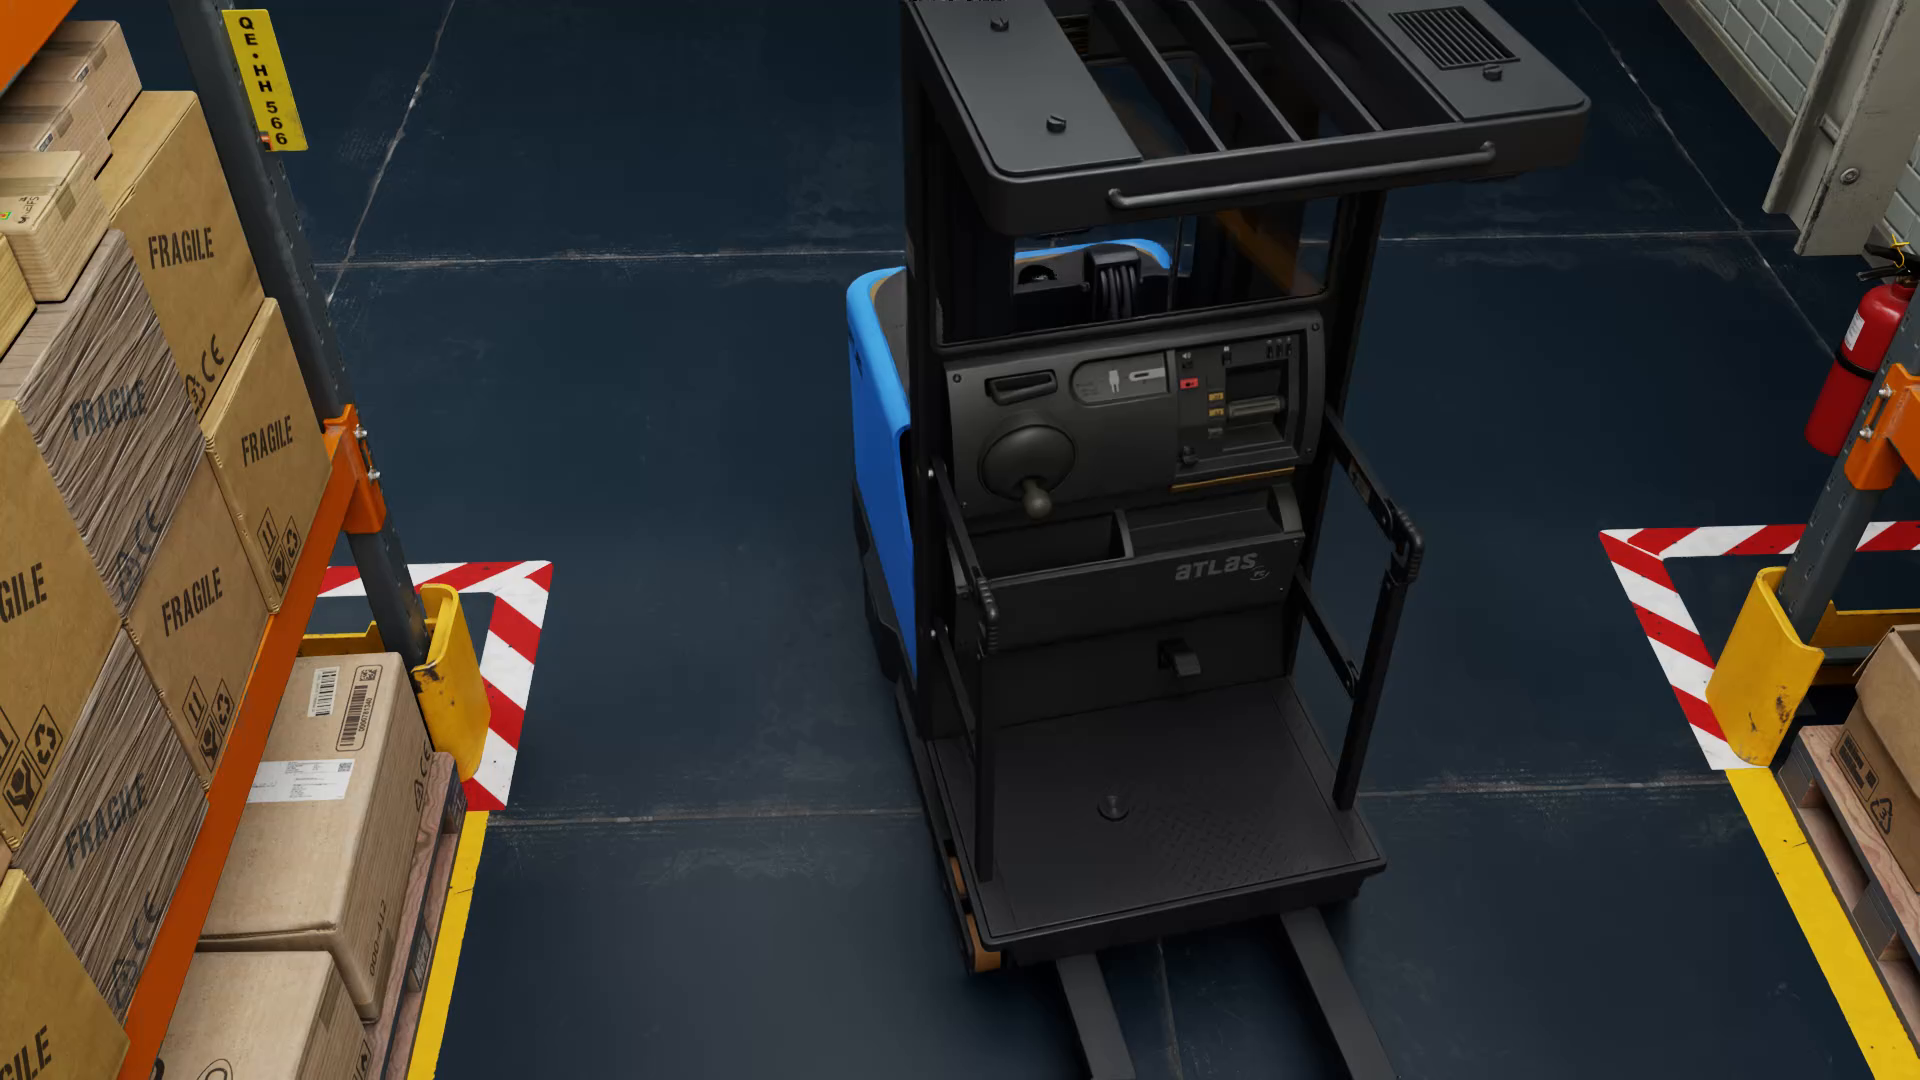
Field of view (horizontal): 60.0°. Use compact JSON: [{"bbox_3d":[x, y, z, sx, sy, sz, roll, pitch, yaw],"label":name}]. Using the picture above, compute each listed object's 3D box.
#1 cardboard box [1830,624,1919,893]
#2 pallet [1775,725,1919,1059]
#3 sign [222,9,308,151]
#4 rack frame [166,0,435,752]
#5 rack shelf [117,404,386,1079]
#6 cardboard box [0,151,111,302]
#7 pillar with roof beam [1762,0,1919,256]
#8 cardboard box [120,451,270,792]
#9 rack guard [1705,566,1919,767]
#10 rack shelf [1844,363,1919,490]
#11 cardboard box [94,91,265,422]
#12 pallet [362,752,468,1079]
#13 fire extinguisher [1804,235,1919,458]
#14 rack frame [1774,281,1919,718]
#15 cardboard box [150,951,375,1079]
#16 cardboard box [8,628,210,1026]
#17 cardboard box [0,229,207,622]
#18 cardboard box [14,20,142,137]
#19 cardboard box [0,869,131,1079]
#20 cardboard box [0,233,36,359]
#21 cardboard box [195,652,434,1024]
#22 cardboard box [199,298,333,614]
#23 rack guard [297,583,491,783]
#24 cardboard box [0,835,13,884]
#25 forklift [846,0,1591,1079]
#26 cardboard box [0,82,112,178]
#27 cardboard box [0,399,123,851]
[{"bbox_3d":[2.855,0.574,4.440,0.797,0.503,0.637,-3,43,-3],"label":"cardboard box"},{"bbox_3d":[2.962,1.011,4.491,1.003,0.211,1.213,-2,43,-2],"label":"pallet"},{"bbox_3d":[-1.492,-0.982,3.569,0.100,0.325,0.005,-2,43,-2],"label":"sign"},{"bbox_3d":[-2.035,-0.462,4.034,1.000,3.000,0.127,-2,43,-2],"label":"rack frame"},{"bbox_3d":[-1.950,1.154,2.804,1.077,0.370,4.000,-2,43,-2],"label":"rack shelf"},{"bbox_3d":[-1.690,-0.527,2.811,0.380,0.149,0.250,-2,43,-2],"label":"cardboard box"},{"bbox_3d":[-0.591,-4.541,4.044,9.100,9.000,0.400,-2,43,-2],"label":"pillar with roof beam"},{"bbox_3d":[-1.744,0.159,3.283,0.500,0.500,0.500,-2,43,-3],"label":"cardboard box"},{"bbox_3d":[2.927,0.366,4.981,1.175,0.500,0.348,-2,43,-2],"label":"rack guard"},{"bbox_3d":[3.009,1.009,2.962,1.077,0.370,4.000,-2,43,-2],"label":"rack shelf"},{"bbox_3d":[-1.777,-0.549,3.315,0.500,0.500,0.500,0,43,0],"label":"cardboard box"},{"bbox_3d":[-1.923,1.104,4.390,1.003,0.211,1.213,-2,43,-2],"label":"pallet"},{"bbox_3d":[2.456,-0.527,4.438,0.296,0.674,0.183,-2,43,-2],"label":"fire extinguisher"},{"bbox_3d":[2.924,-0.607,4.192,1.000,3.000,0.127,-2,43,-2],"label":"rack frame"},{"bbox_3d":[-1.860,1.388,3.601,0.875,0.438,0.875,-1,43,-1],"label":"cardboard box"},{"bbox_3d":[-1.712,0.506,2.905,0.500,0.500,0.500,-1,43,-1],"label":"cardboard box"},{"bbox_3d":[-1.725,-0.197,2.931,0.500,0.500,0.500,-2,43,-2],"label":"cardboard box"},{"bbox_3d":[-1.820,-0.870,3.185,0.380,0.149,0.250,-1,43,-1],"label":"cardboard box"},{"bbox_3d":[-1.677,0.854,2.525,0.500,0.500,0.500,0,43,-1],"label":"cardboard box"},{"bbox_3d":[-1.720,-0.356,2.625,0.380,0.149,0.250,-1,43,-1],"label":"cardboard box"},{"bbox_3d":[-1.907,0.771,4.275,0.875,0.438,0.875,-3,43,-3],"label":"cardboard box"},{"bbox_3d":[-1.750,-0.181,3.653,0.500,0.500,0.500,-1,43,-2],"label":"cardboard box"},{"bbox_3d":[-2.036,0.443,4.896,1.175,0.500,0.348,-2,43,-2],"label":"rack guard"},{"bbox_3d":[-1.688,0.477,2.196,0.500,0.500,0.500,-2,43,-2],"label":"cardboard box"},{"bbox_3d":[0.478,-0.209,3.808,1.130,2.935,3.031,-9,43,-10],"label":"forklift"},{"bbox_3d":[-1.785,-0.699,2.999,0.380,0.149,0.250,-1,43,-1],"label":"cardboard box"},{"bbox_3d":[-1.708,0.137,2.566,0.500,0.500,0.500,-2,43,-2],"label":"cardboard box"}]
